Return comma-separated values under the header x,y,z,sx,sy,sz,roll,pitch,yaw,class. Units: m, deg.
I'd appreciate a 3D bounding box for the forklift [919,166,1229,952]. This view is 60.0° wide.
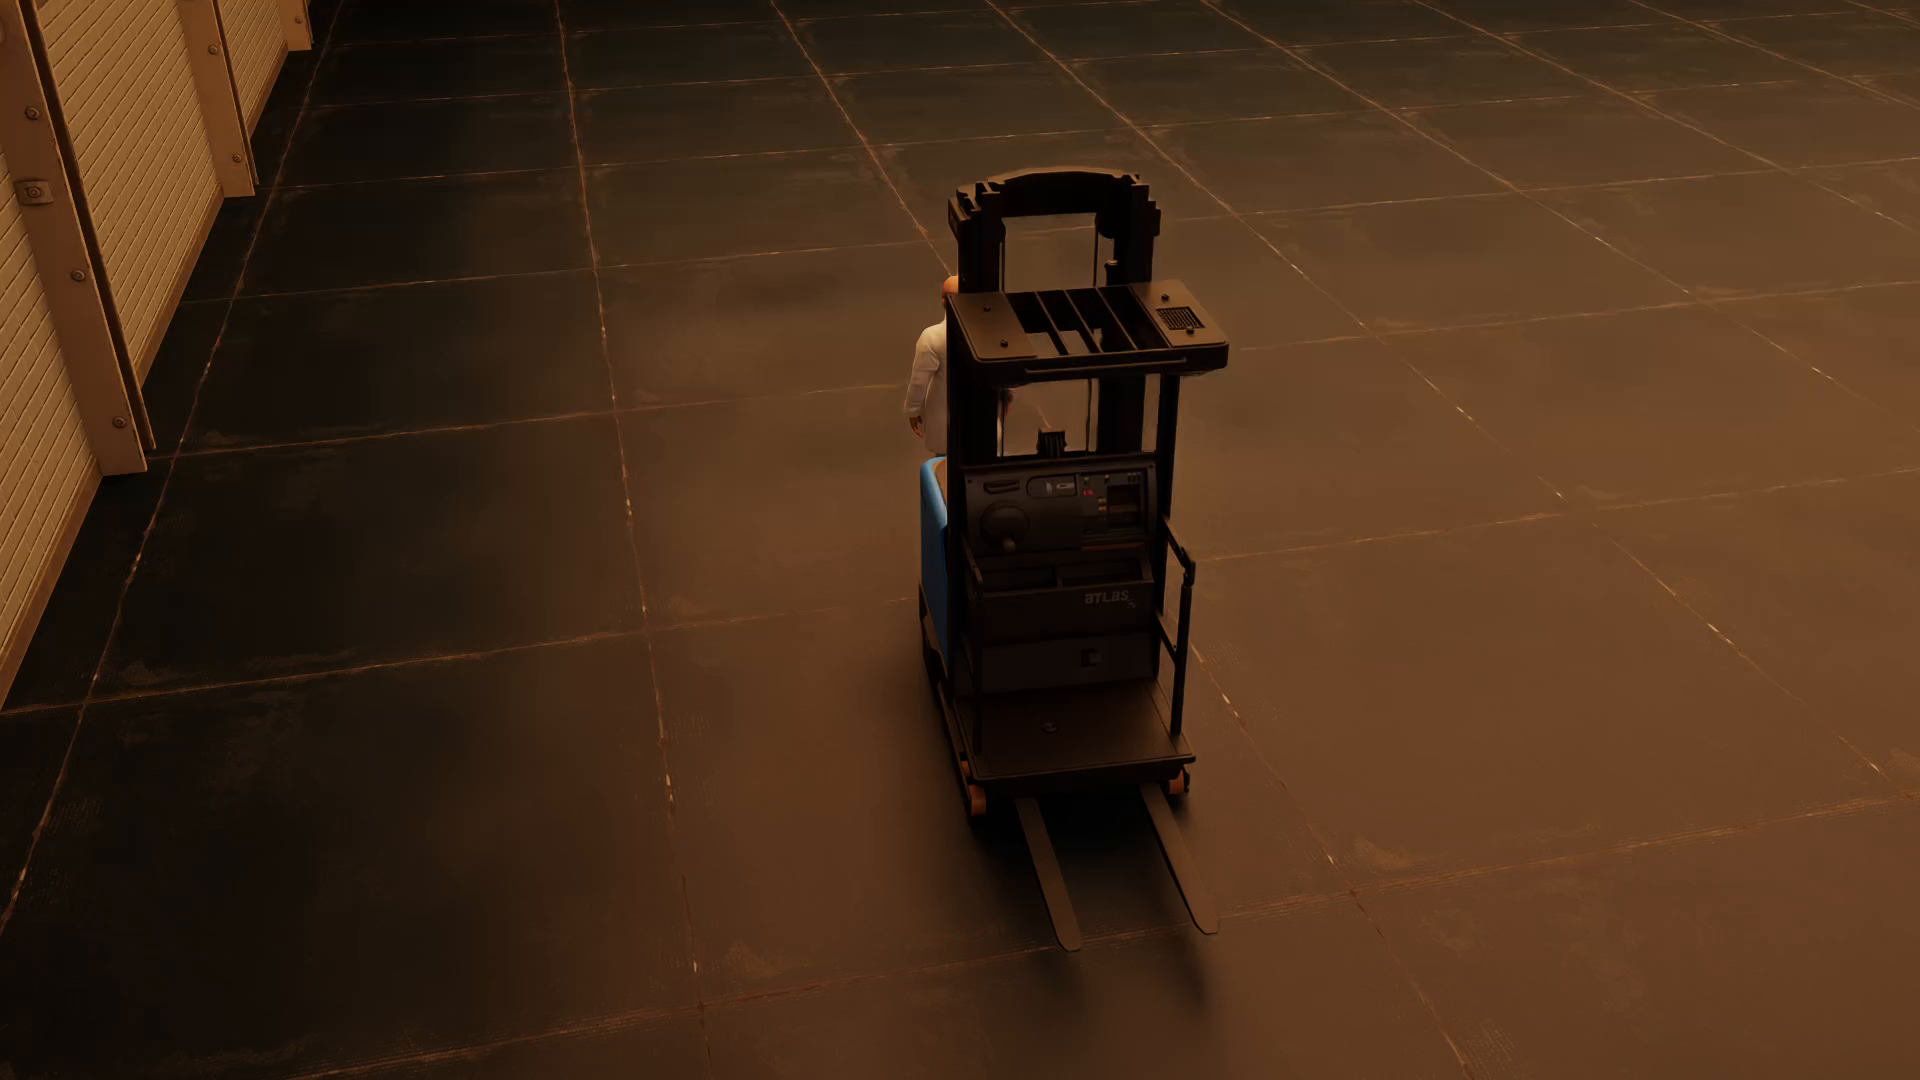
x,y,z,sx,sy,sz,roll,pitch,yaw,class
0.524,-0.108,7.761,1.130,2.935,3.031,-5,30,-8,forklift

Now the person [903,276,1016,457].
x,y,z,sx,sy,sz,roll,pitch,yaw,class
-0.018,-0.820,10.129,0.696,1.777,0.578,-7,31,-12,person
